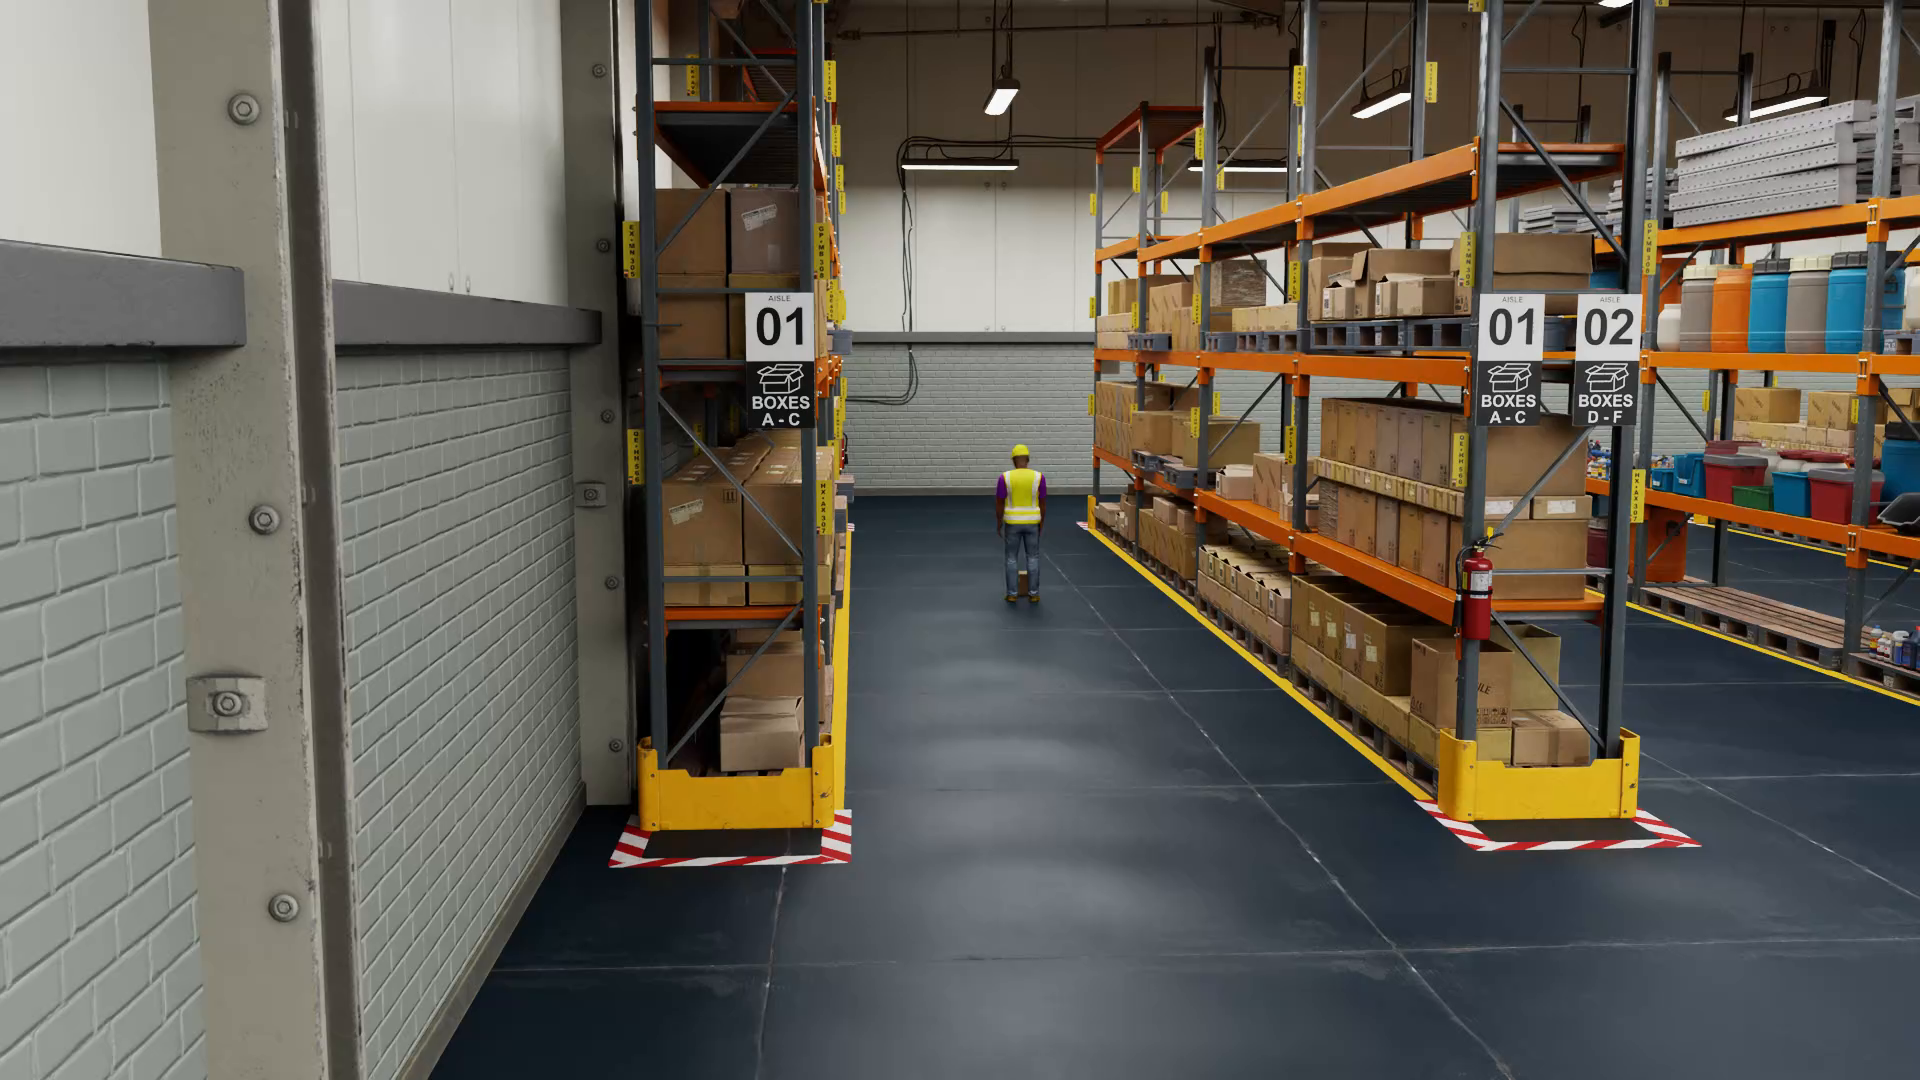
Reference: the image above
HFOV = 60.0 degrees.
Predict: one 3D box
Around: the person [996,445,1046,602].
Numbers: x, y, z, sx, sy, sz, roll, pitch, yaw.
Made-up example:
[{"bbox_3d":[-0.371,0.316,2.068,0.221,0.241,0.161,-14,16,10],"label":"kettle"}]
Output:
[{"bbox_3d":[0.685,-0.188,18.744,0.568,1.758,0.368,0,7,-3],"label":"person"}]
